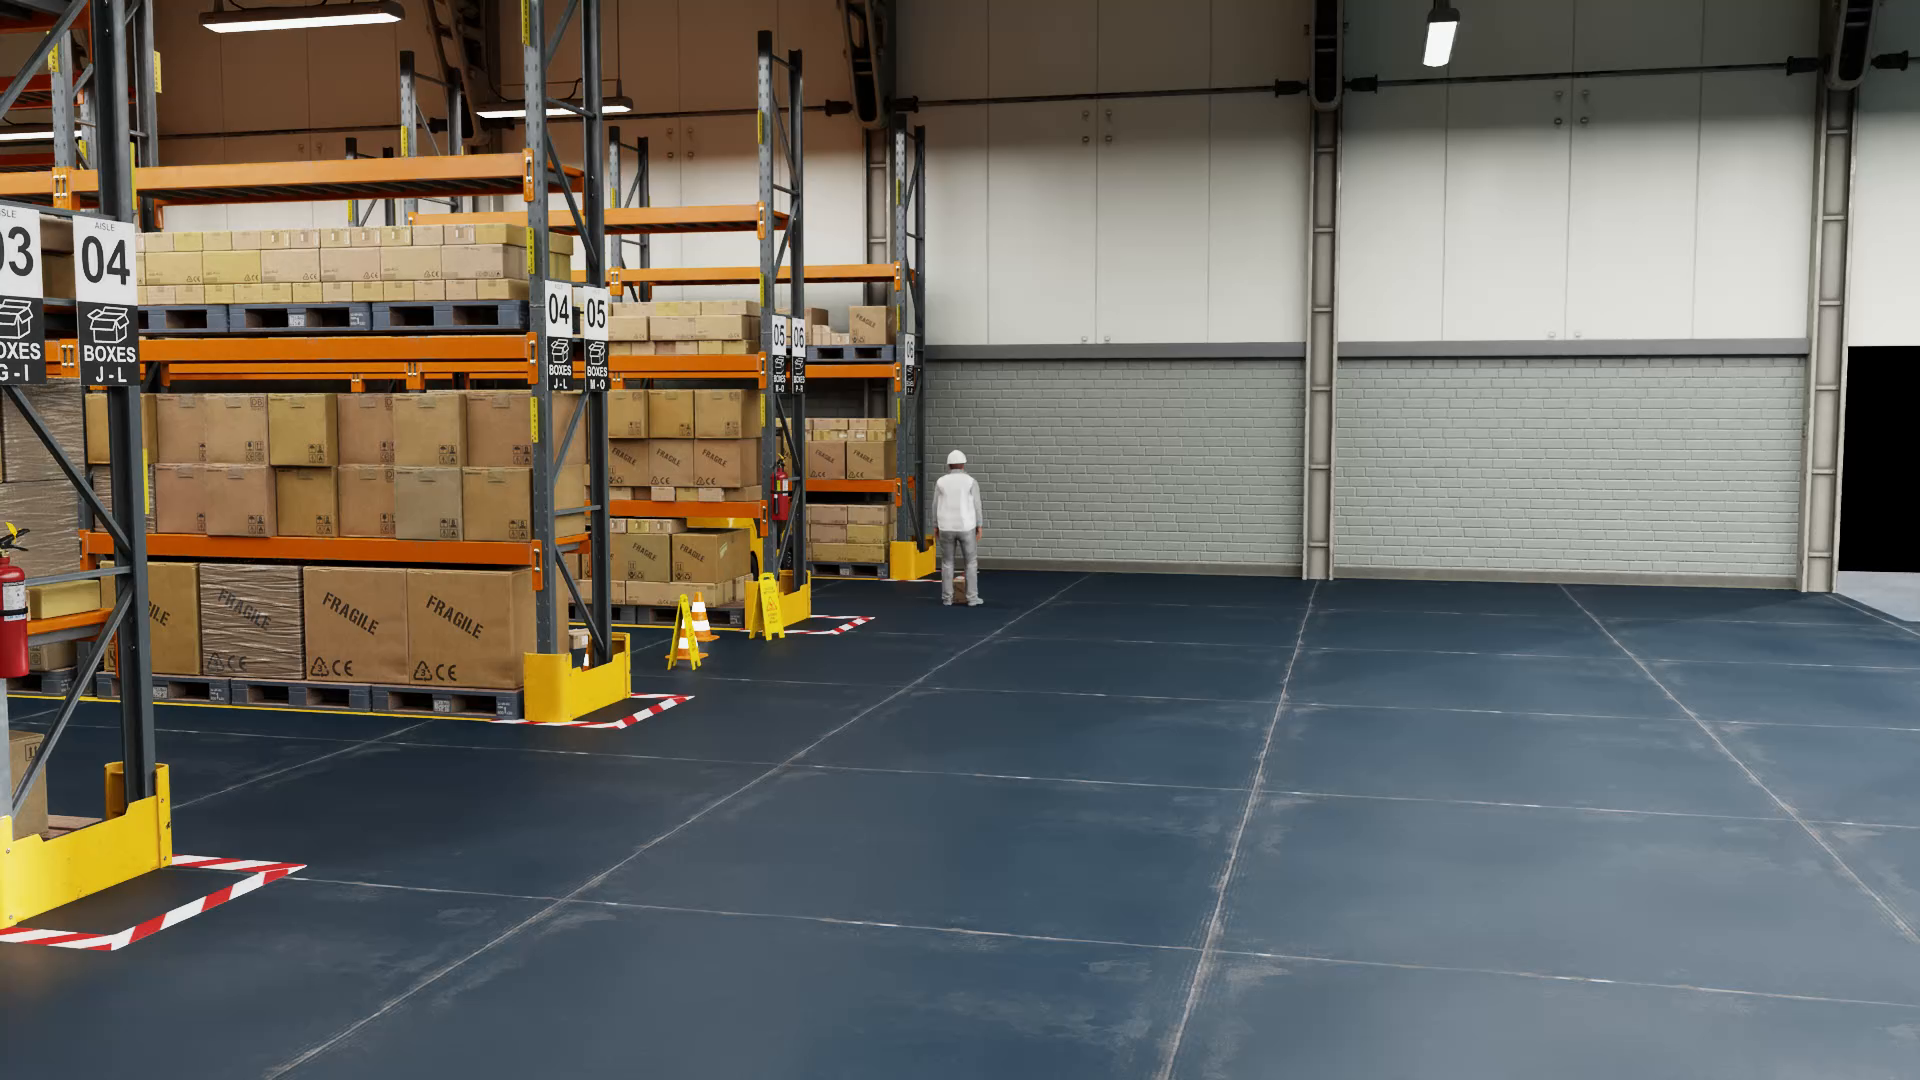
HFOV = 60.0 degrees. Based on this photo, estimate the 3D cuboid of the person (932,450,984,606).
[{"bbox_3d":[-0.029,-0.139,19.029,0.579,1.769,0.466,1,5,11],"label":"person"}]
